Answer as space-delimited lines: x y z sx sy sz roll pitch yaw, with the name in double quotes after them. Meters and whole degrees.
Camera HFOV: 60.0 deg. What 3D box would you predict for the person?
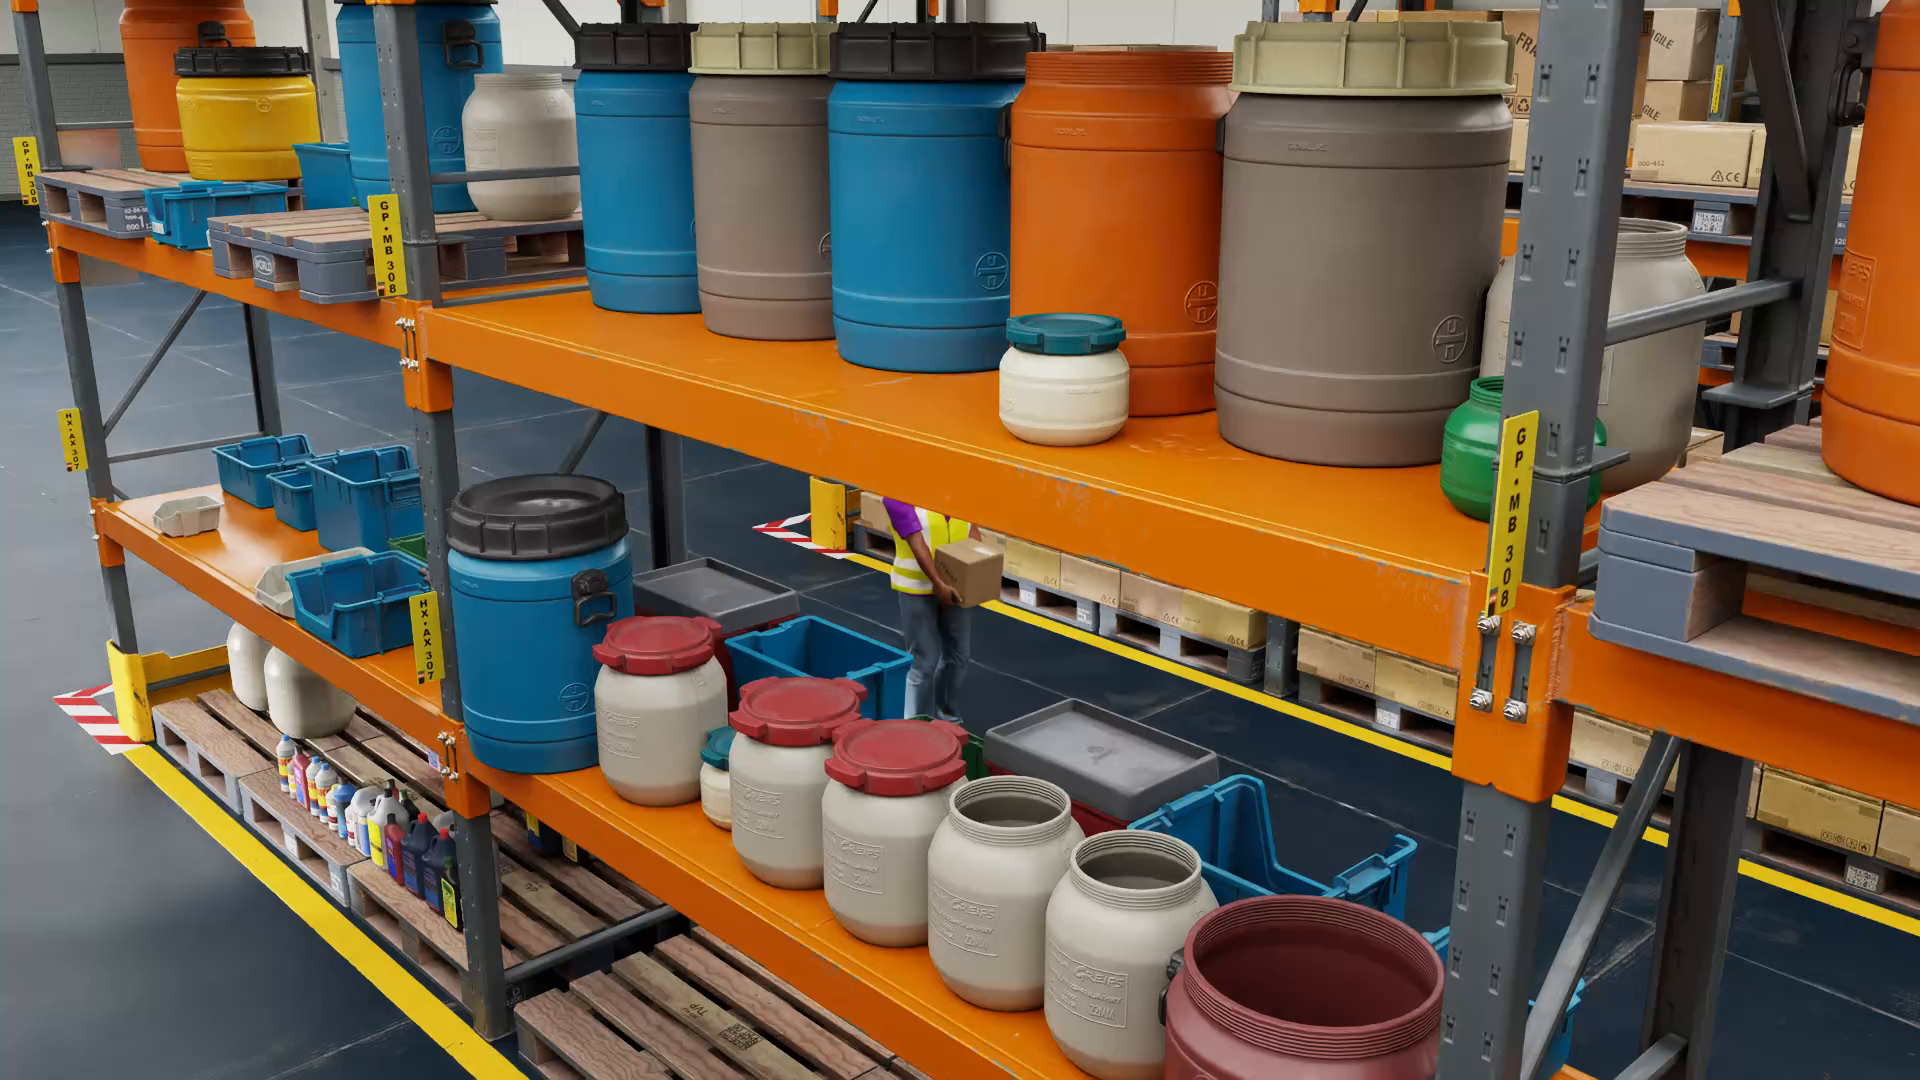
-0.076 0.270 8.644 0.502 1.761 0.577 -15 23 -41 "person"
